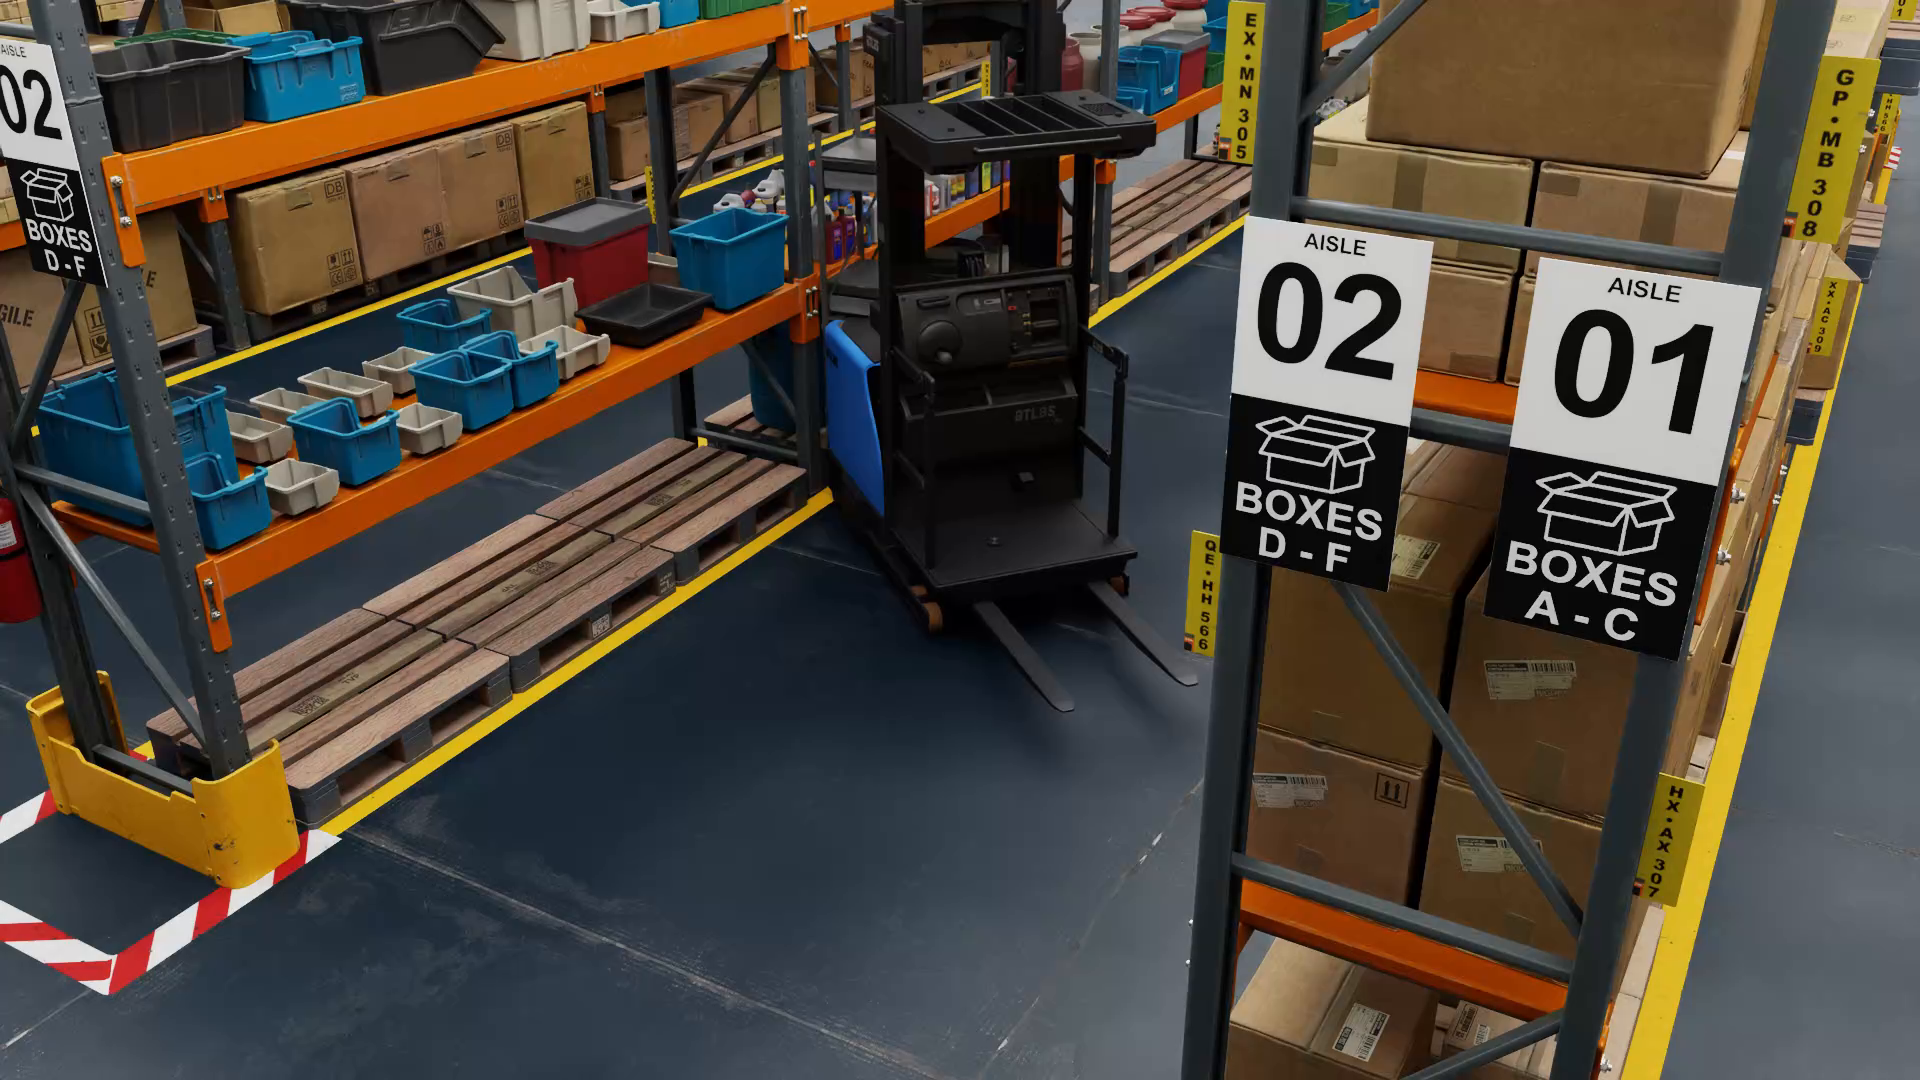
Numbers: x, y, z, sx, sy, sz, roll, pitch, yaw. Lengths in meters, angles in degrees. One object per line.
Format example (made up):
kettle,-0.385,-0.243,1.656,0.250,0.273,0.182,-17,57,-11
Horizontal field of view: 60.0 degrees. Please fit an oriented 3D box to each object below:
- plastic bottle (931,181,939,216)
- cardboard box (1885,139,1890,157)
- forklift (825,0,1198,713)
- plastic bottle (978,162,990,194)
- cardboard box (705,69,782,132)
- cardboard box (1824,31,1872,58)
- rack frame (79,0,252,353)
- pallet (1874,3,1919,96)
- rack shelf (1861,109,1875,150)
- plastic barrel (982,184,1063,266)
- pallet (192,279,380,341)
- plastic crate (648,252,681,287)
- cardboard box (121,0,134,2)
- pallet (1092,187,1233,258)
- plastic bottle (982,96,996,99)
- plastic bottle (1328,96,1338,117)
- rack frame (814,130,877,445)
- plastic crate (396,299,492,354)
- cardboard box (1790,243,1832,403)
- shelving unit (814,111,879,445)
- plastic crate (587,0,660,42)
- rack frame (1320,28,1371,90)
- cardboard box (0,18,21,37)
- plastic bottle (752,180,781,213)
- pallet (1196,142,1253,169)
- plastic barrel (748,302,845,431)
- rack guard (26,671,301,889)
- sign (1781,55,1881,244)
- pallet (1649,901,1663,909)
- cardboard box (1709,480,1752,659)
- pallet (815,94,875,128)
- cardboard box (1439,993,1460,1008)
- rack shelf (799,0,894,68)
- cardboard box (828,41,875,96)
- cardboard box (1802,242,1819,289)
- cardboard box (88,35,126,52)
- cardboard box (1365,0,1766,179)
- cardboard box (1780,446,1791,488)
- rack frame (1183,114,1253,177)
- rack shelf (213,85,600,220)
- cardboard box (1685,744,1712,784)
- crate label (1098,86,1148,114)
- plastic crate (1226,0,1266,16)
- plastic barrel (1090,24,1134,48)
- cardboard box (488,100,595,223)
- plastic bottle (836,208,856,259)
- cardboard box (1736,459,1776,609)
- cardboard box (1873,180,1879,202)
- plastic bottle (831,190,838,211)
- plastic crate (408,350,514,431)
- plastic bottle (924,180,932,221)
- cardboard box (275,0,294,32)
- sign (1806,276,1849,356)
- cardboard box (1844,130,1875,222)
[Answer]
plastic bottle,-0.181,-2.136,10.388,0.097,0.201,0.097,0,27,0
cardboard box,8.206,-3.744,15.144,0.500,0.500,0.500,14,30,26
forklift,0.223,-1.047,8.068,1.130,2.935,3.031,-10,28,-18
plastic bottle,0.145,-2.414,10.852,0.061,0.283,0.133,14,30,26
cardboard box,-2.225,-4.599,17.388,0.700,0.500,0.500,14,30,26
cardboard box,2.288,-1.301,4.757,0.500,0.250,0.500,14,30,26
rack frame,-5.589,-2.819,11.530,1.000,3.000,0.127,14,30,26
pallet,3.416,-2.132,7.017,1.213,0.211,1.003,14,30,26
rack shelf,4.018,-2.435,8.216,1.077,0.370,4.000,14,30,26
plastic barrel,0.465,-2.310,12.469,0.600,0.830,0.708,14,30,26
pallet,-5.275,-1.889,12.788,1.003,0.211,1.213,14,30,26
plastic crate,-1.630,-1.487,9.098,0.396,0.136,0.243,14,30,26
cardboard box,-7.993,-5.218,15.801,0.380,0.149,0.250,15,30,27
pallet,1.707,-2.807,14.622,1.003,0.211,1.213,14,30,26
plastic bottle,0.197,-3.134,12.299,0.152,0.276,0.135,14,30,26
plastic bottle,3.811,-4.393,17.143,0.144,0.351,0.185,16,31,28
rack frame,-0.588,-1.219,9.289,0.400,2.100,0.015,10,29,20
plastic crate,-2.457,-0.978,7.973,0.416,0.233,0.300,14,30,26
cardboard box,3.011,-0.874,6.416,0.500,0.500,0.500,14,30,26
shelving unit,-0.496,-1.321,9.491,0.431,2.100,0.503,10,29,20
plastic crate,-1.571,-2.372,7.581,0.293,0.136,0.466,14,30,26
rack frame,4.627,-6.405,18.694,1.000,3.000,0.127,14,30,26
cardboard box,-8.625,-4.588,14.876,0.380,0.149,0.250,14,30,25
plastic bottle,-1.184,-2.040,10.113,0.152,0.276,0.135,14,30,26
pallet,3.026,-3.852,16.708,1.003,0.211,1.213,14,30,26
plastic barrel,-0.994,-1.186,10.143,0.600,0.901,0.708,14,30,26
rack guard,-3.245,0.961,6.772,1.175,0.500,0.348,14,30,26
sign,1.539,-0.690,2.950,0.100,0.325,0.005,14,30,26
pallet,2.096,1.356,6.306,1.003,0.211,1.213,14,30,26
cardboard box,1.765,0.111,4.449,0.500,0.500,0.500,15,30,27
pallet,-1.354,-4.959,18.921,1.003,0.211,1.213,14,30,26
cardboard box,1.613,1.326,5.831,0.500,0.250,0.500,14,30,26
rack shelf,-0.293,-3.527,10.398,1.077,0.370,4.000,14,30,26
cardboard box,-1.146,-5.379,18.967,0.500,0.500,0.500,-22,34,-37
cardboard box,2.042,-0.883,4.479,0.500,0.250,0.500,14,30,26
cardboard box,-5.582,-2.982,10.854,0.500,0.500,0.500,15,30,28
cardboard box,1.305,-1.114,3.545,0.700,0.500,0.500,14,30,26
cardboard box,4.491,-0.656,9.511,0.500,0.500,0.500,13,29,24
rack frame,2.659,-4.846,15.580,1.000,3.000,0.127,14,30,26
rack shelf,-4.605,-3.277,13.248,1.077,0.370,4.000,14,30,26
cardboard box,2.632,0.946,6.521,0.500,0.311,0.500,14,30,26
crate label,1.225,-3.294,12.666,0.303,0.233,0.416,14,30,26
plastic crate,2.687,-4.619,15.054,0.402,0.464,0.583,14,30,26
plastic barrel,1.219,-3.949,13.663,0.421,0.512,0.421,0,27,0
cardboard box,-3.979,-3.351,14.498,1.225,0.875,0.875,13,29,24
plastic bottle,-0.659,-1.777,9.579,0.061,0.283,0.133,14,30,26
cardboard box,2.509,-0.027,5.842,0.500,0.500,0.500,15,30,27
cardboard box,7.712,-3.020,14.534,0.500,0.250,0.500,14,30,26
plastic bottle,-0.819,-2.214,10.466,0.097,0.271,0.097,0,27,0
plastic crate,-2.188,-0.658,7.334,0.416,0.233,0.300,14,30,26
plastic bottle,-0.262,-2.130,10.293,0.152,0.276,0.135,14,30,26
cardboard box,-4.934,-3.828,12.313,0.797,0.503,0.637,15,30,27
sign,3.510,-0.907,6.743,0.100,0.325,0.005,14,30,26
cardboard box,4.790,-2.157,9.627,0.700,0.500,0.500,5,27,9
